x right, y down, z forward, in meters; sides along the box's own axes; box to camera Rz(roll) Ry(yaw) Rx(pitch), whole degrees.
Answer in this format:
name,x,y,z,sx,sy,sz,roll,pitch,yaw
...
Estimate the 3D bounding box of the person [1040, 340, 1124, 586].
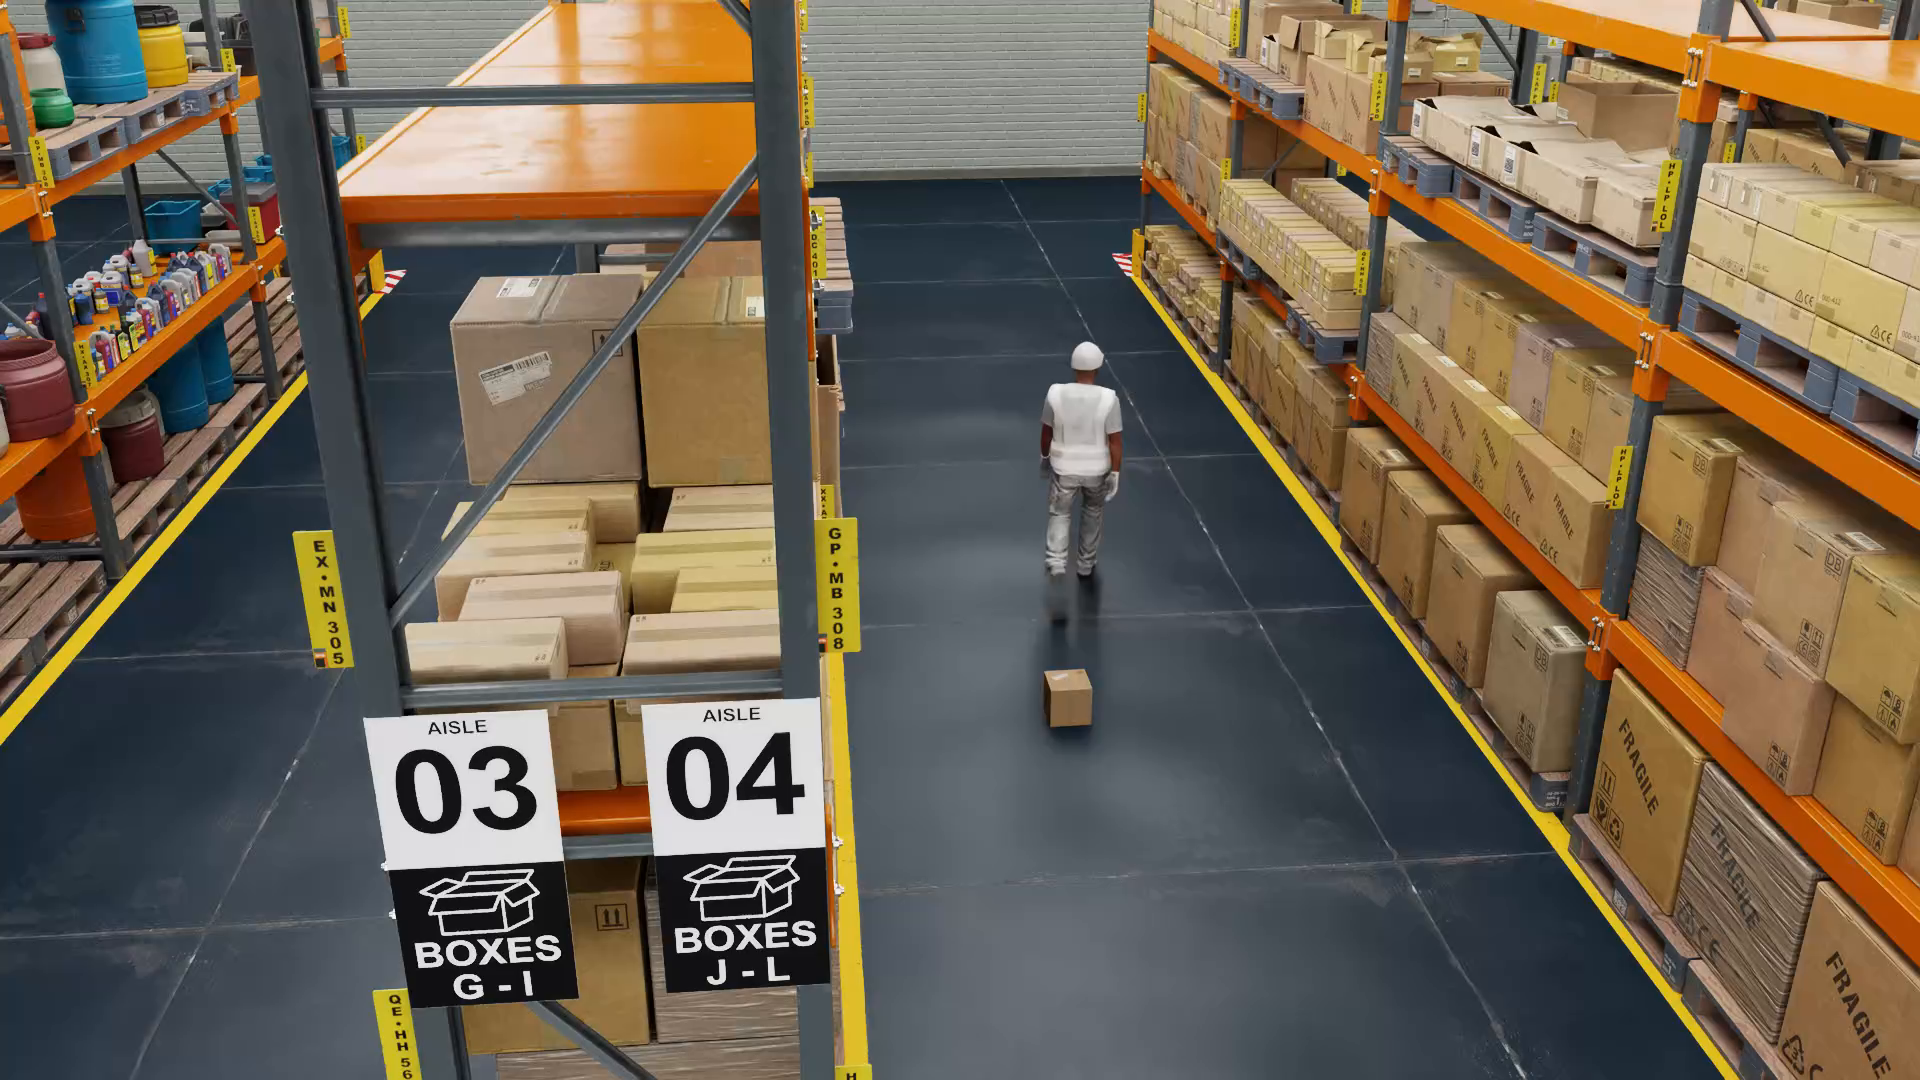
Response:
name,x,y,z,sx,sy,sz,roll,pitch,yaw
person,0.828,-0.507,11.444,0.585,1.759,0.835,4,24,9
